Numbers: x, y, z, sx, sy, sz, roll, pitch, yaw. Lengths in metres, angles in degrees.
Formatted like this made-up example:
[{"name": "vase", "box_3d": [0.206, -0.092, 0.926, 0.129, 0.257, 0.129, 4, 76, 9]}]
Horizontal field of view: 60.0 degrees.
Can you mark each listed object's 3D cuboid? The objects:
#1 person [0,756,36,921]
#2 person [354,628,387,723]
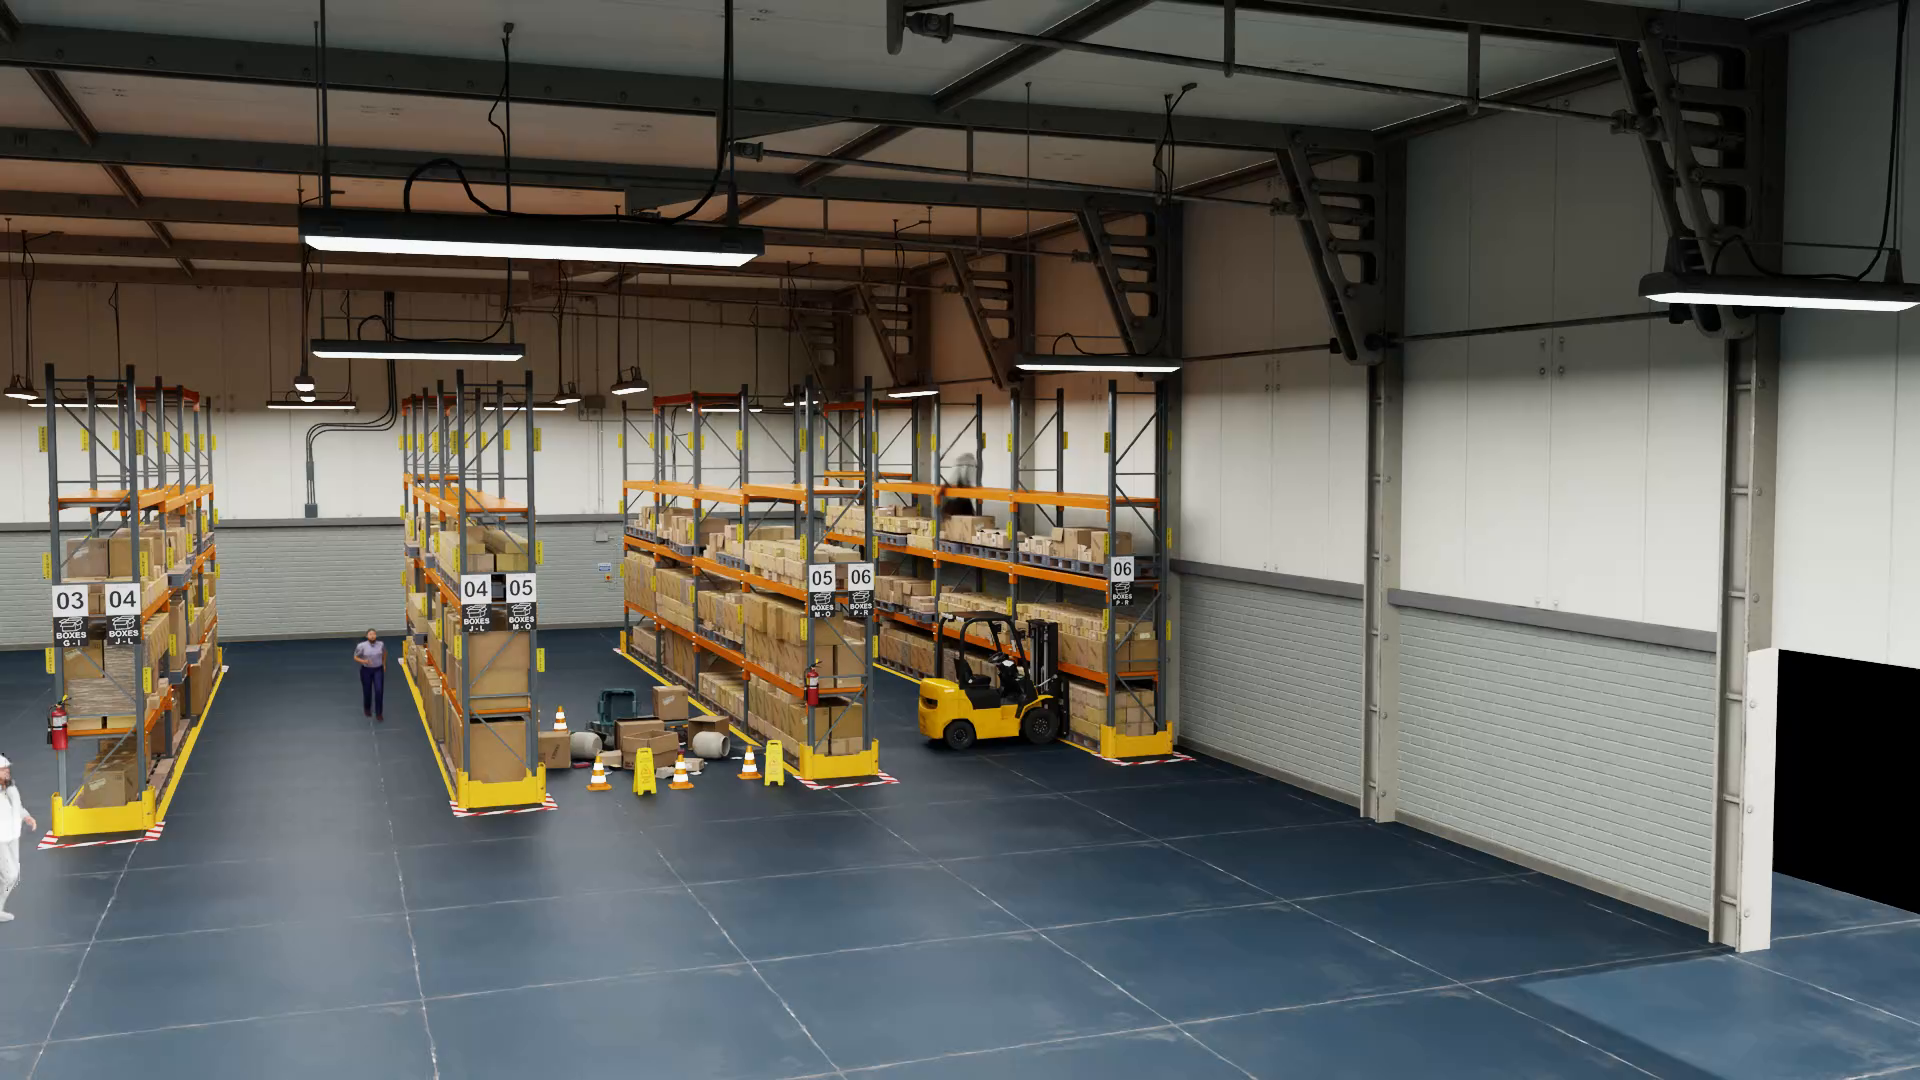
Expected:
[{"name": "person", "box_3d": [-9.990, 3.117, 17.389, 0.531, 1.740, 0.672, 0, 3, 8]}, {"name": "person", "box_3d": [-10.627, 2.431, 30.013, 0.595, 1.683, 0.843, -2, 4, -25]}]
